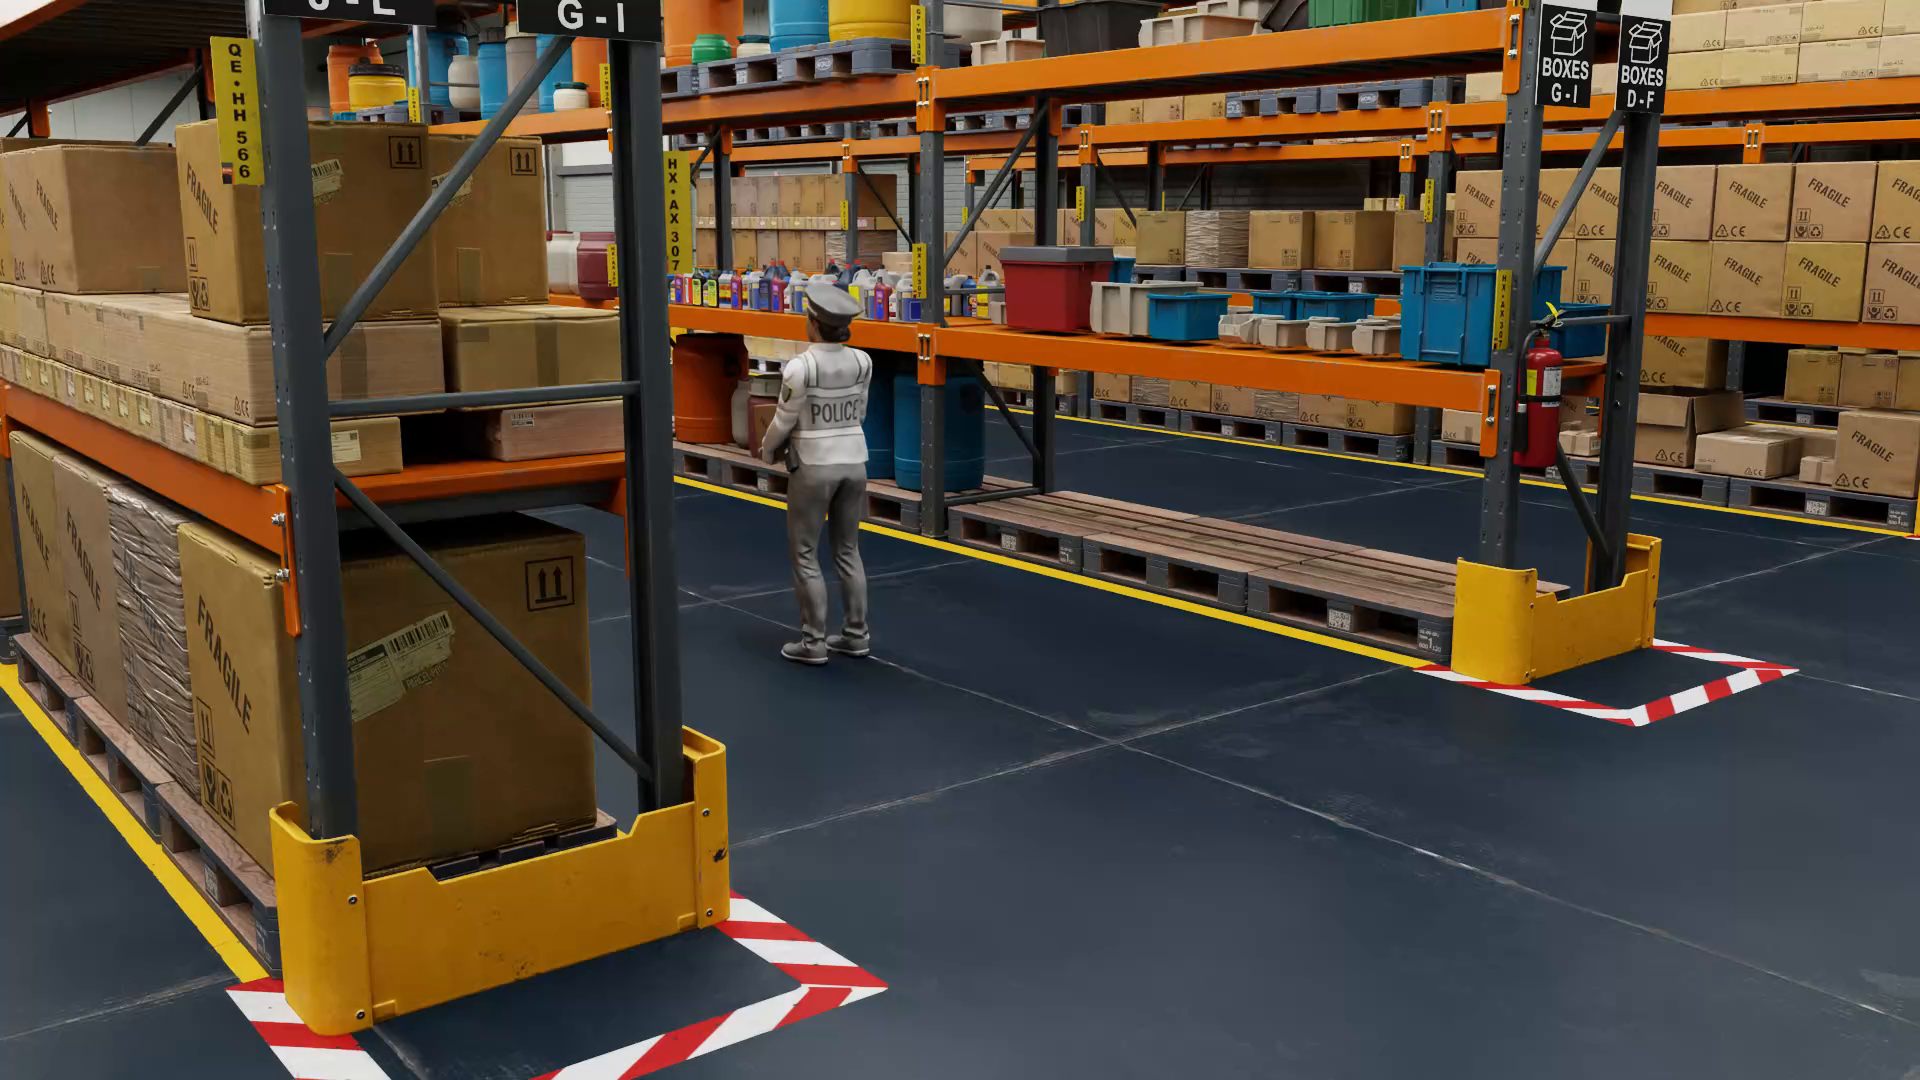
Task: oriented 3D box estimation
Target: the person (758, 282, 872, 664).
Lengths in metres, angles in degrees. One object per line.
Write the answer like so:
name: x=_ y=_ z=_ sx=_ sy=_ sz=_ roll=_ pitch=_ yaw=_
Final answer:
person: x=-0.637 y=-0.304 z=7.426 sx=0.460 sy=1.686 sz=0.564 roll=-9 pitch=14 yaw=-37
